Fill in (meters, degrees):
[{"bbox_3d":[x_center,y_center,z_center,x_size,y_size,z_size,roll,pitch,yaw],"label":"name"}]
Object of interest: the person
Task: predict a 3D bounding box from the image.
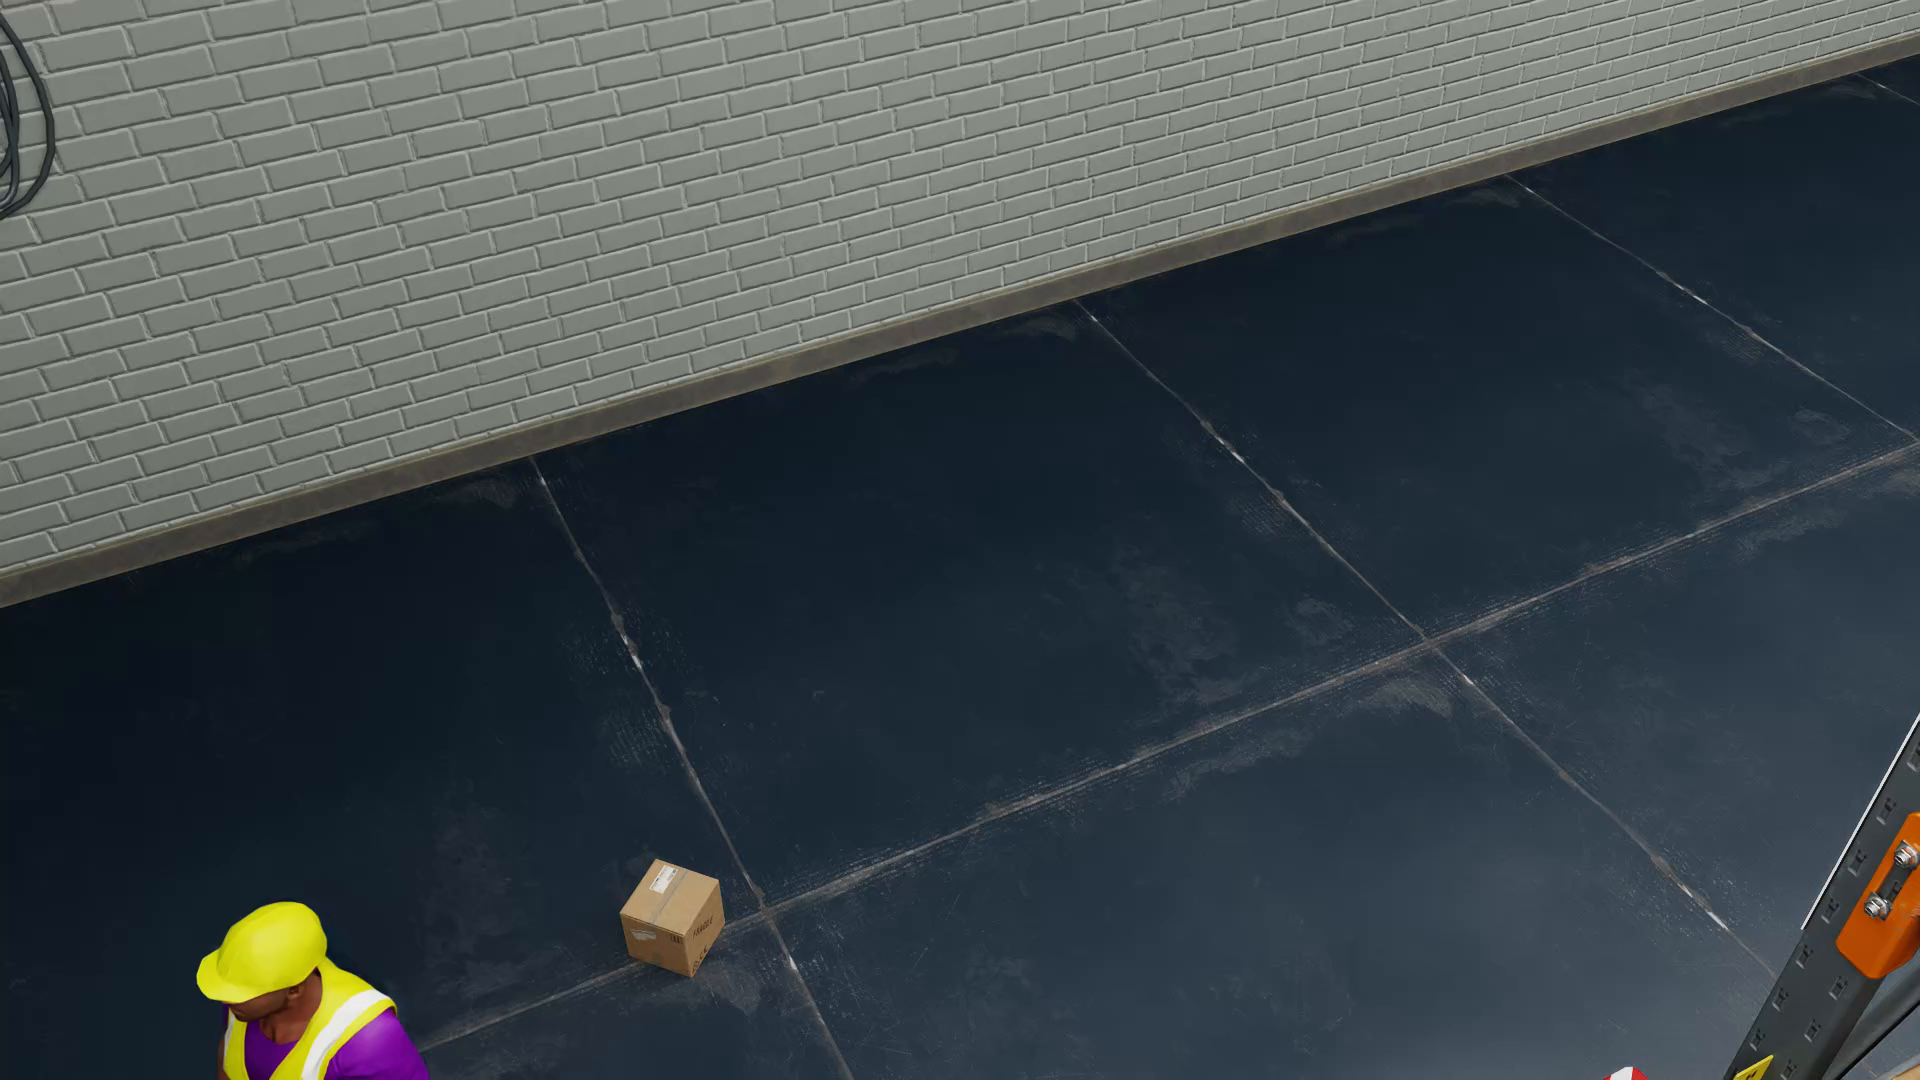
[{"bbox_3d":[-1.683,1.577,4.303,0.626,1.737,0.918,27,48,27],"label":"person"}]
